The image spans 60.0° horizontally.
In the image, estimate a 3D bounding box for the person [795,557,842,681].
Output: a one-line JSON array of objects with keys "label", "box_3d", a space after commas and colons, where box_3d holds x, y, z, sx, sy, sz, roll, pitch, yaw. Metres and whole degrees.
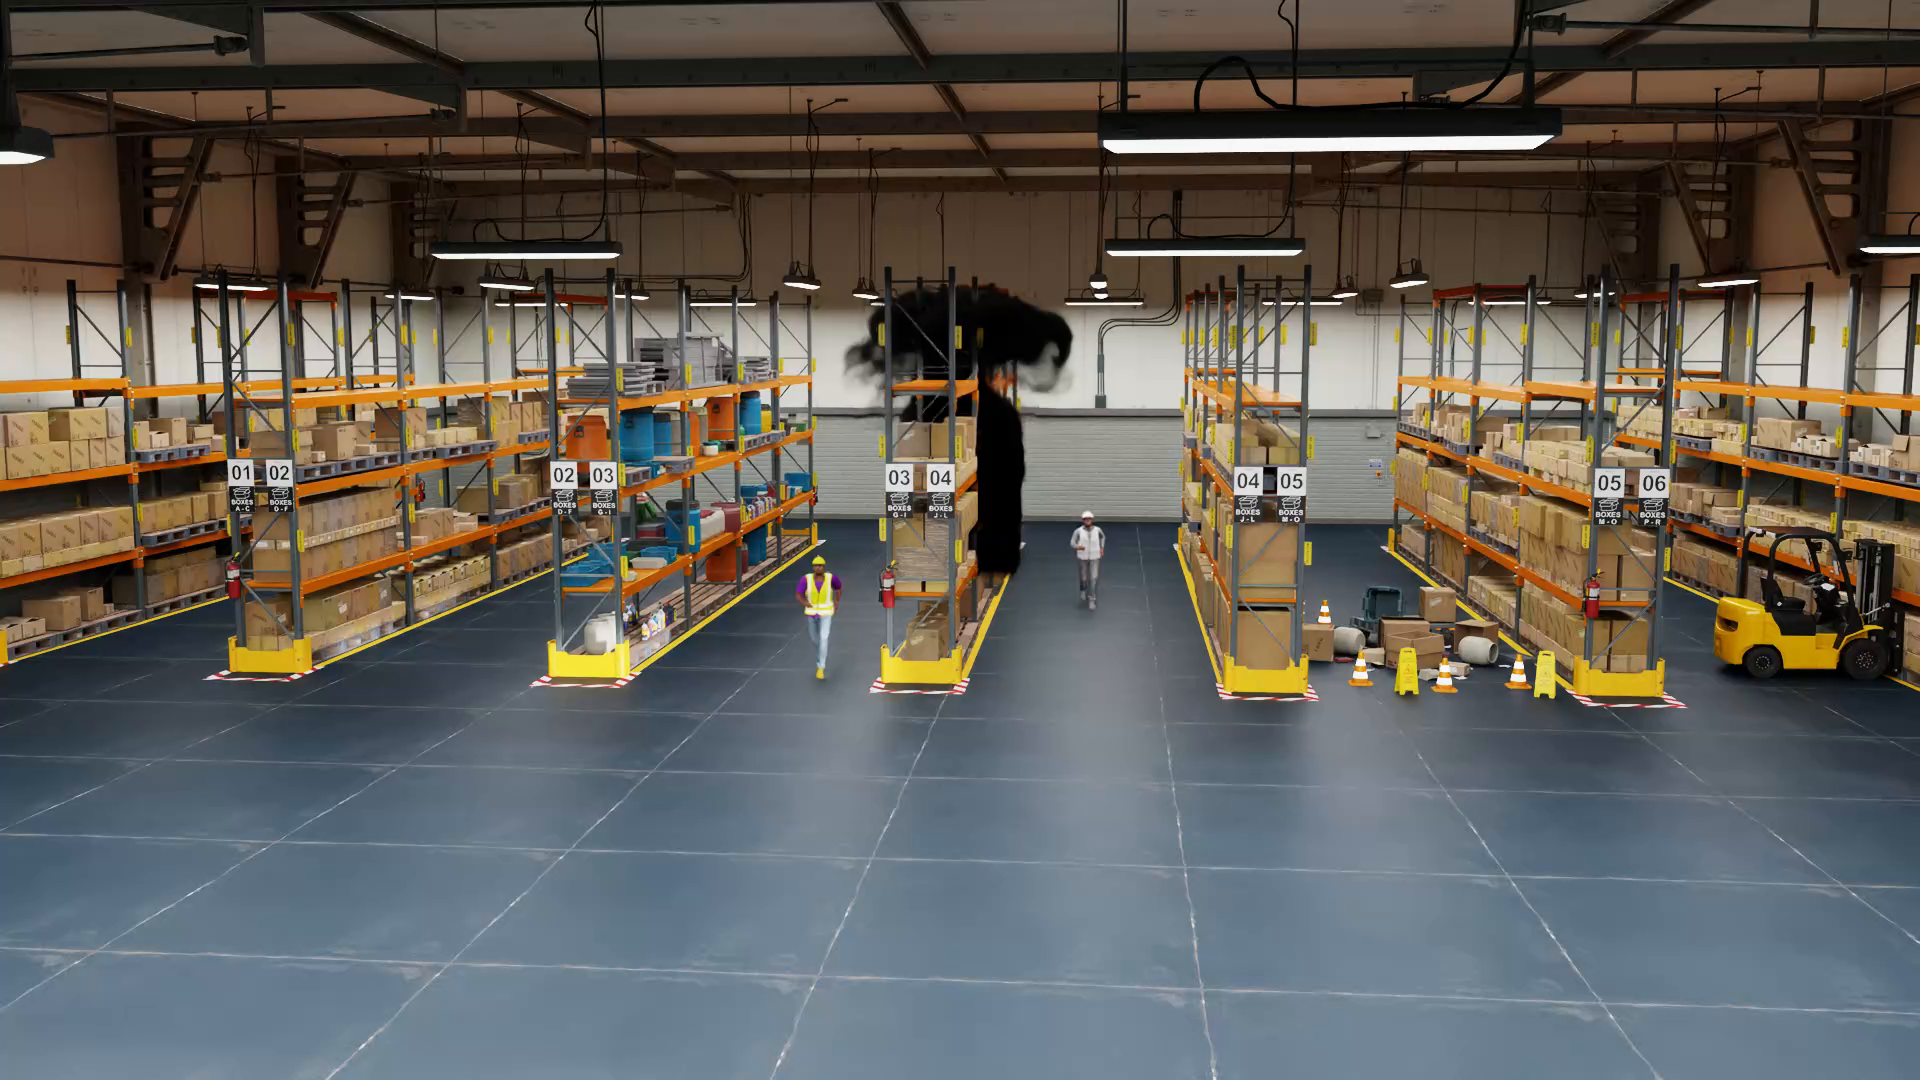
[{"label": "person", "box_3d": [-2.129, 1.120, 24.883, 0.663, 1.772, 1.146, 1, 7, 6]}]

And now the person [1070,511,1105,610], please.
[{"label": "person", "box_3d": [2.391, 0.353, 31.033, 0.672, 1.787, 0.963, 0, 7, 0]}]

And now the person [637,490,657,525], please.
[{"label": "person", "box_3d": [-7.890, -0.918, 41.430, 0.822, 1.780, 0.672, 5, 9, 37]}]
